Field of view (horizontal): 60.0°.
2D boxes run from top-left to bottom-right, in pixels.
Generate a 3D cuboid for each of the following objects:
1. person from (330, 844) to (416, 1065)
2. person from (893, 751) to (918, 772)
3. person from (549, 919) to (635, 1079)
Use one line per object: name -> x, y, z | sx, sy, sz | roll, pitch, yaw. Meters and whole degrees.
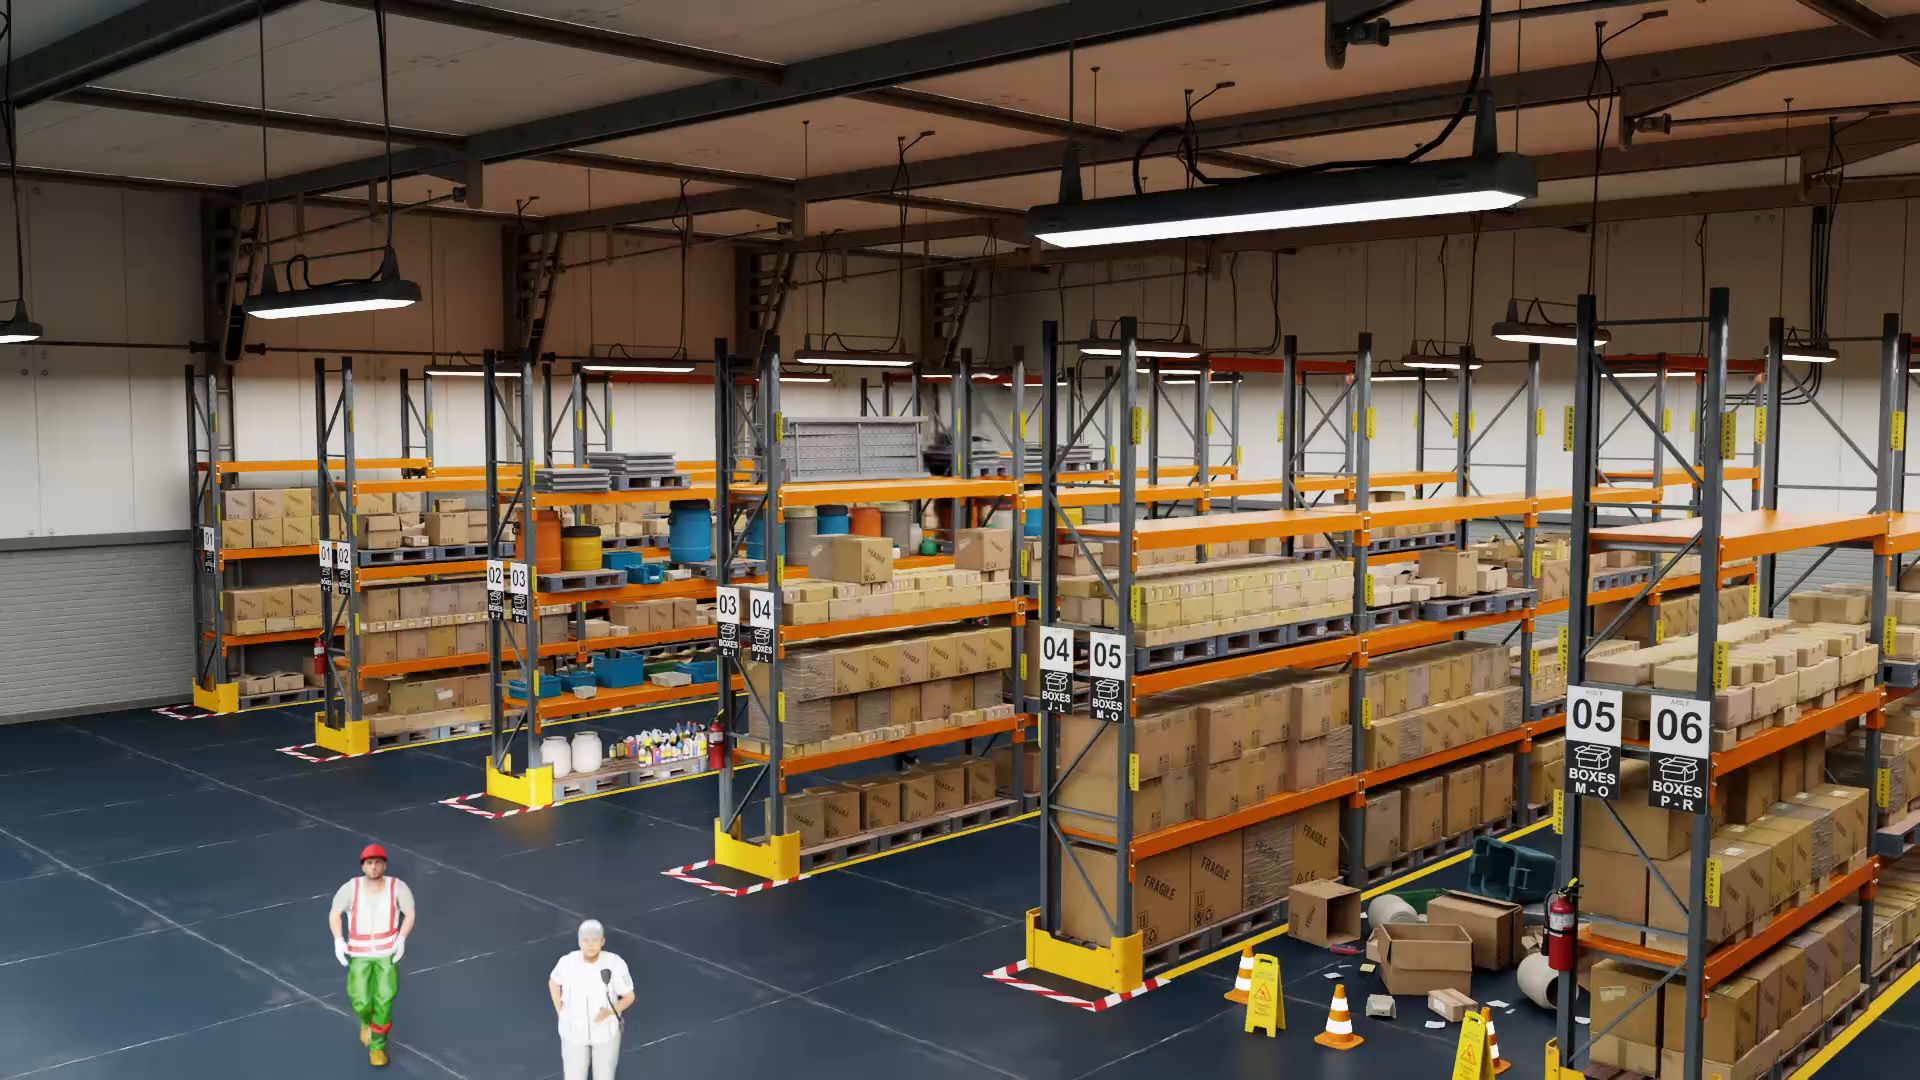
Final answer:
person -> -4.672, 3.280, 13.250 | 0.652, 1.745, 0.548 | -1, 5, -17
person -> -0.798, 2.624, 22.809 | 0.538, 1.590, 0.804 | 3, 5, 30
person -> -2.546, 3.474, 11.514 | 0.592, 1.736, 0.671 | -1, 4, -10
